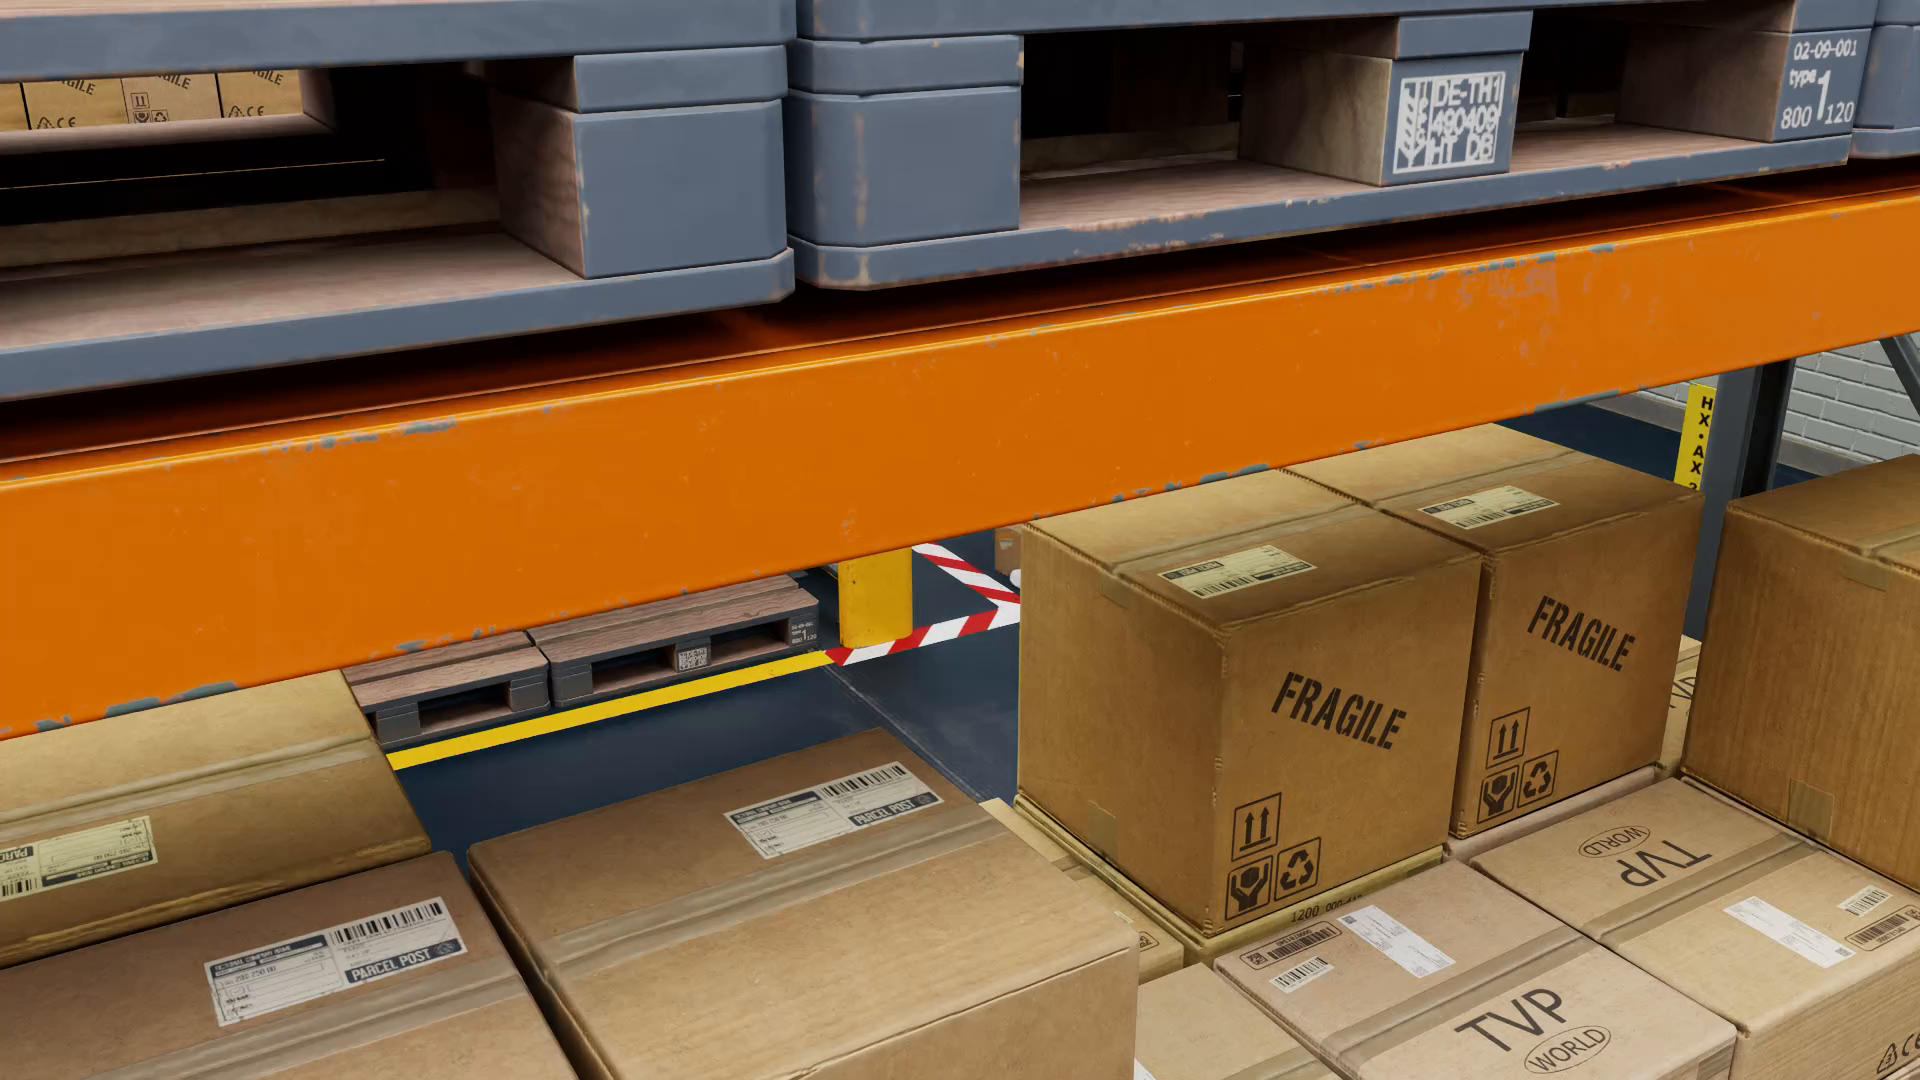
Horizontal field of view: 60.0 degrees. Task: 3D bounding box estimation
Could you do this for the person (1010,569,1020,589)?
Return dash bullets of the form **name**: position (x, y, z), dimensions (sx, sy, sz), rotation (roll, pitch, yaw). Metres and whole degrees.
- **person**: position (0.490, -0.564, 7.636), dimensions (0.648, 1.706, 0.429), rotation (-17, 27, -37)
